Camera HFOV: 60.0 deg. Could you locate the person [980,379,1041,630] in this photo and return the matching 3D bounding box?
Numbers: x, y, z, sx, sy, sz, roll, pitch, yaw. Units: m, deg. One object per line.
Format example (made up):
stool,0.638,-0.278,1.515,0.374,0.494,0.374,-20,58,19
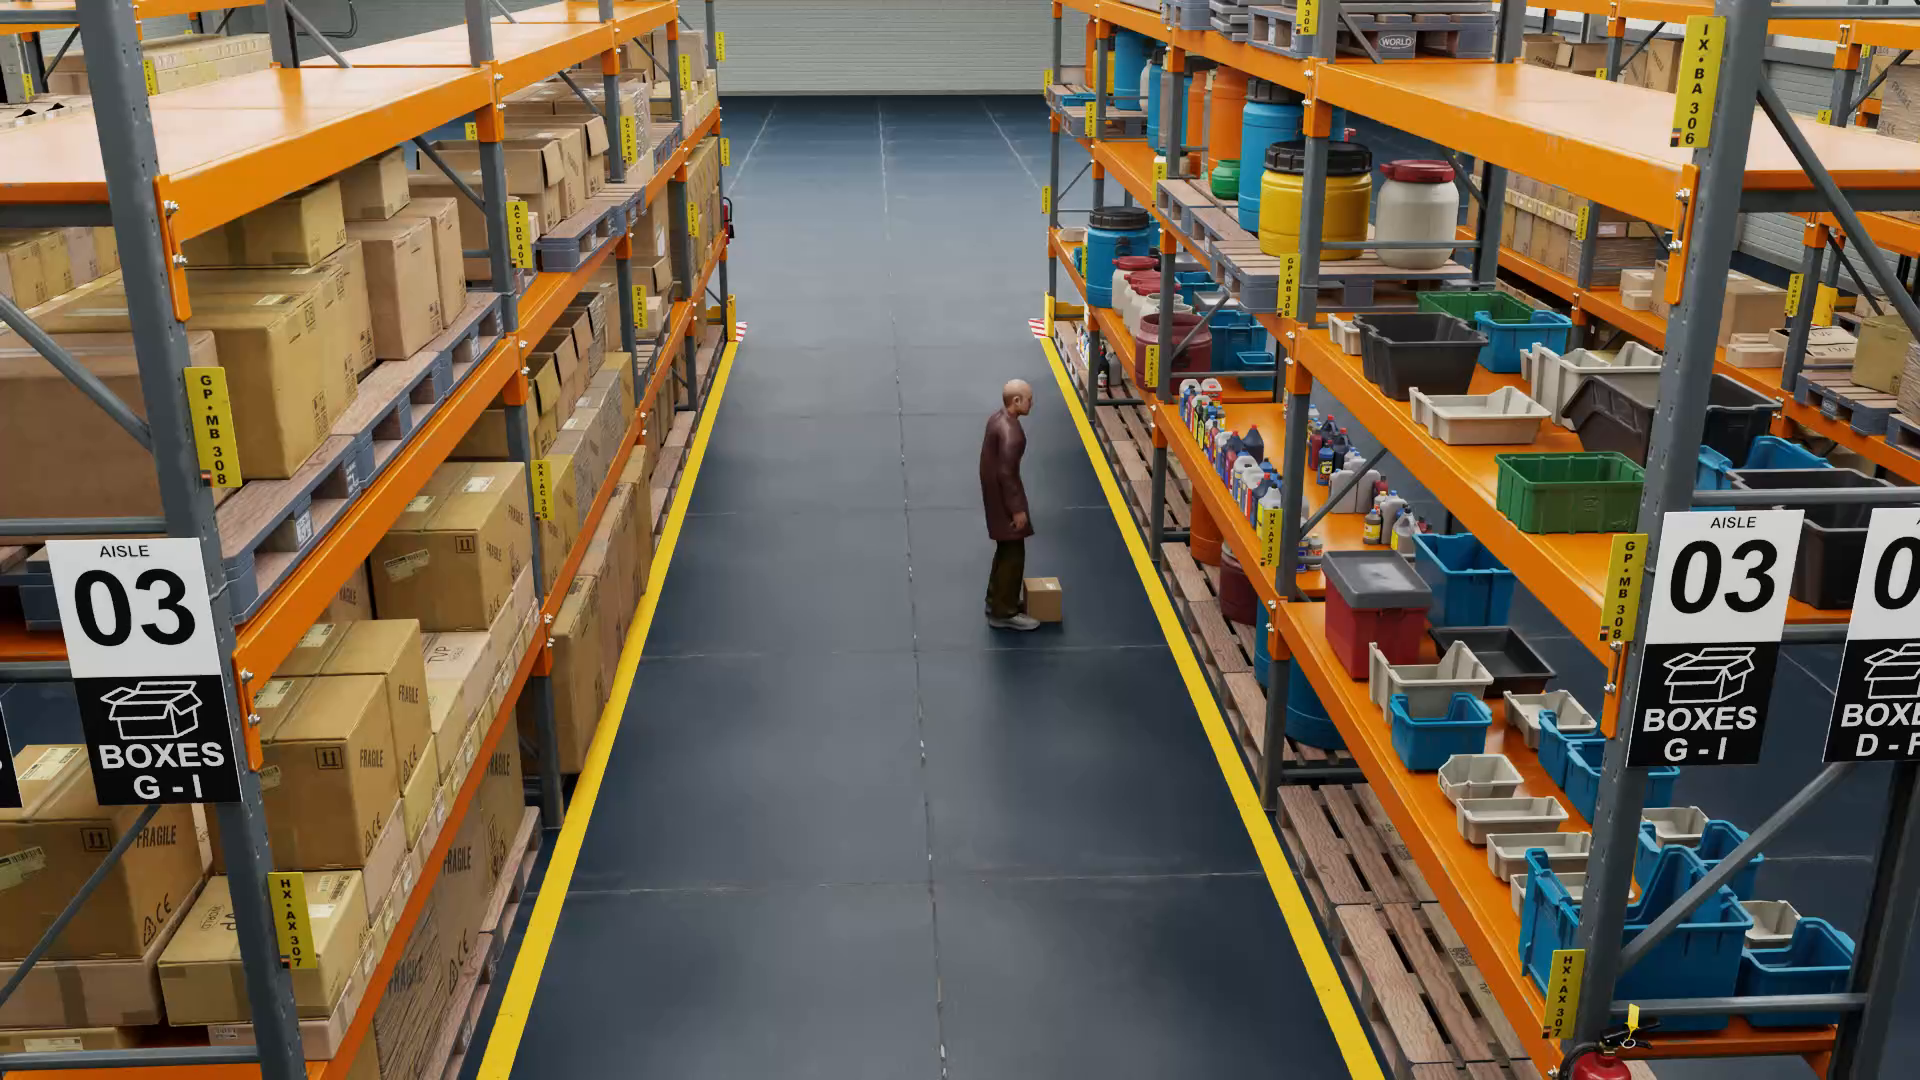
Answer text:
person,0.354,-0.273,11.843,0.423,1.774,0.643,-1,20,-3
